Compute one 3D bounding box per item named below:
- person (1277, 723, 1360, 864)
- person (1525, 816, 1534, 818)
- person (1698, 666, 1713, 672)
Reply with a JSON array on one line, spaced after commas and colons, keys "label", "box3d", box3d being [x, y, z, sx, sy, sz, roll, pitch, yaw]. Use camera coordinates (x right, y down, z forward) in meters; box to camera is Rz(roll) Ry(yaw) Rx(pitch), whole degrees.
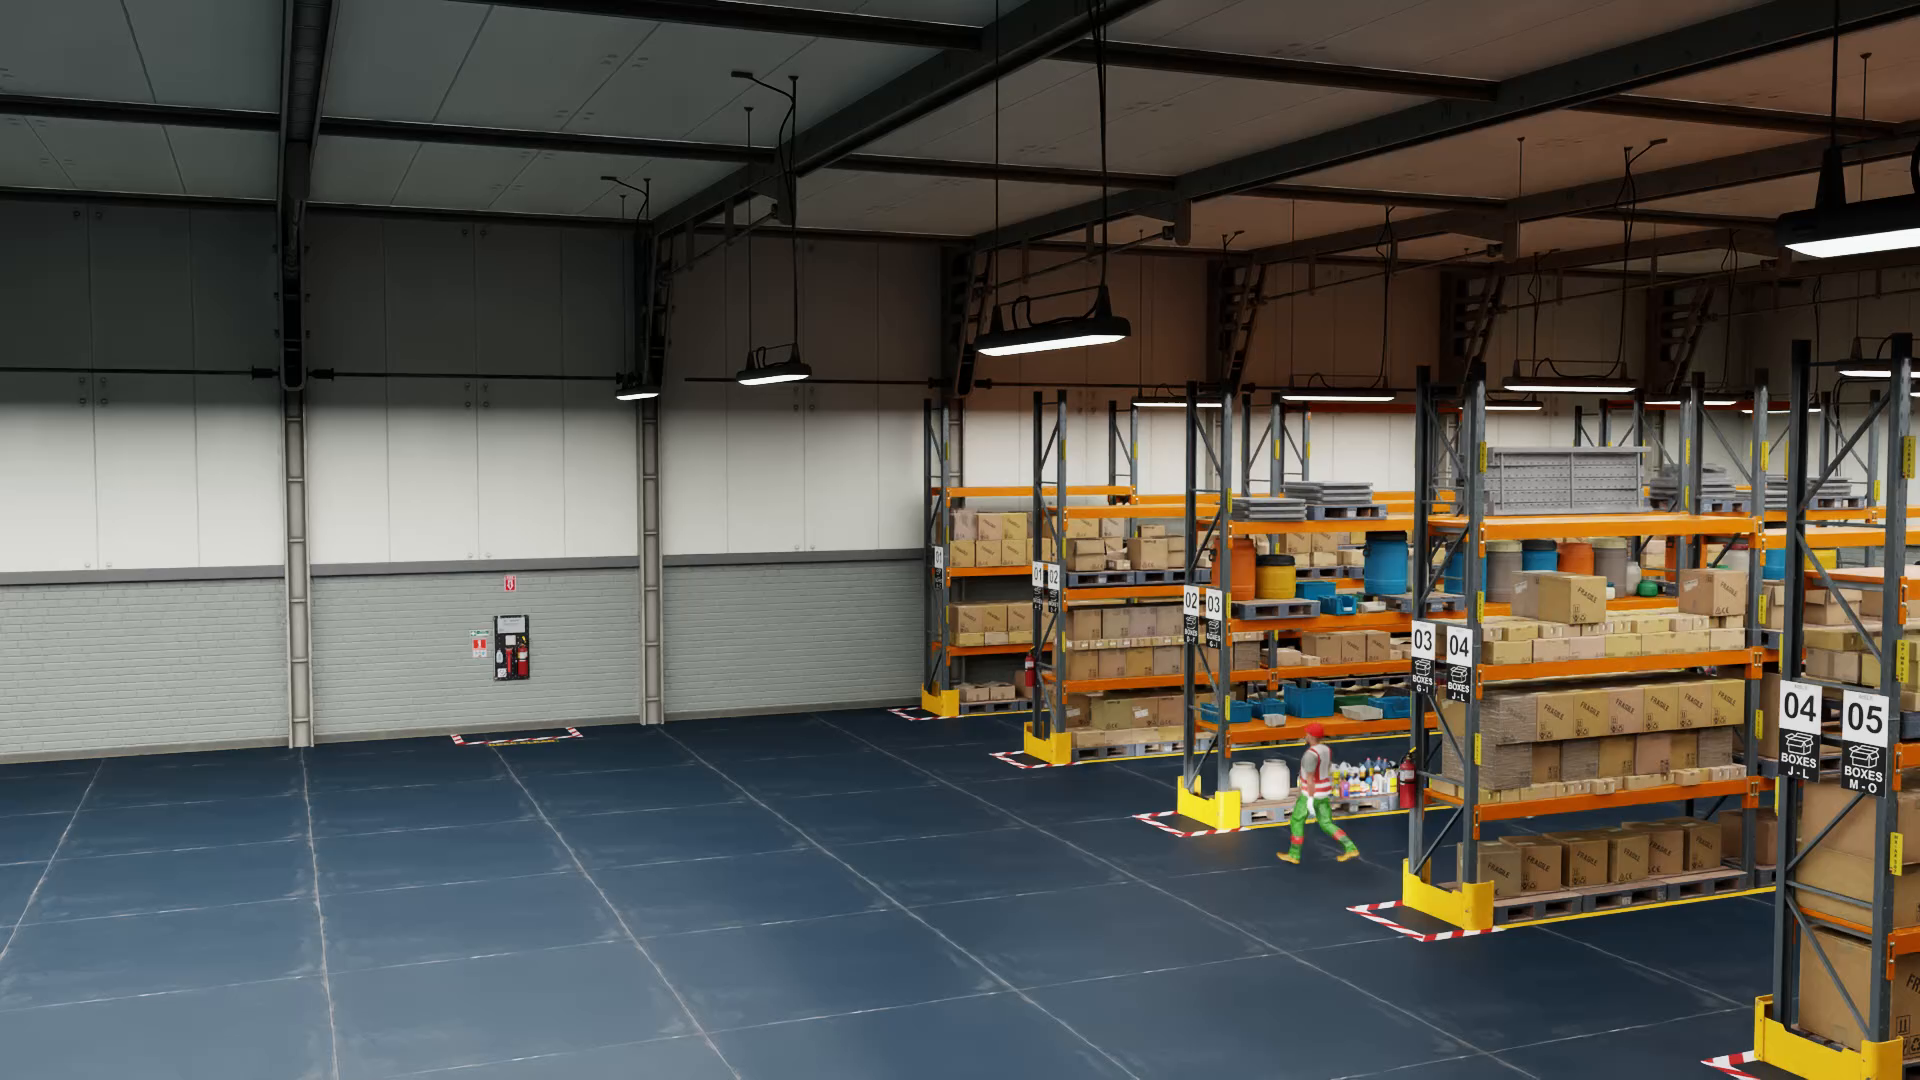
[{"label": "person", "box3d": [4.349, 3.094, 20.198, 1.019, 1.753, 0.539, 3, 4, 39]}, {"label": "person", "box3d": [7.973, 3.008, 22.974, 0.515, 1.746, 0.524, 3, 4, 40]}, {"label": "person", "box3d": [13.882, 2.513, 30.824, 0.658, 1.681, 0.721, -1, 3, -14]}]
